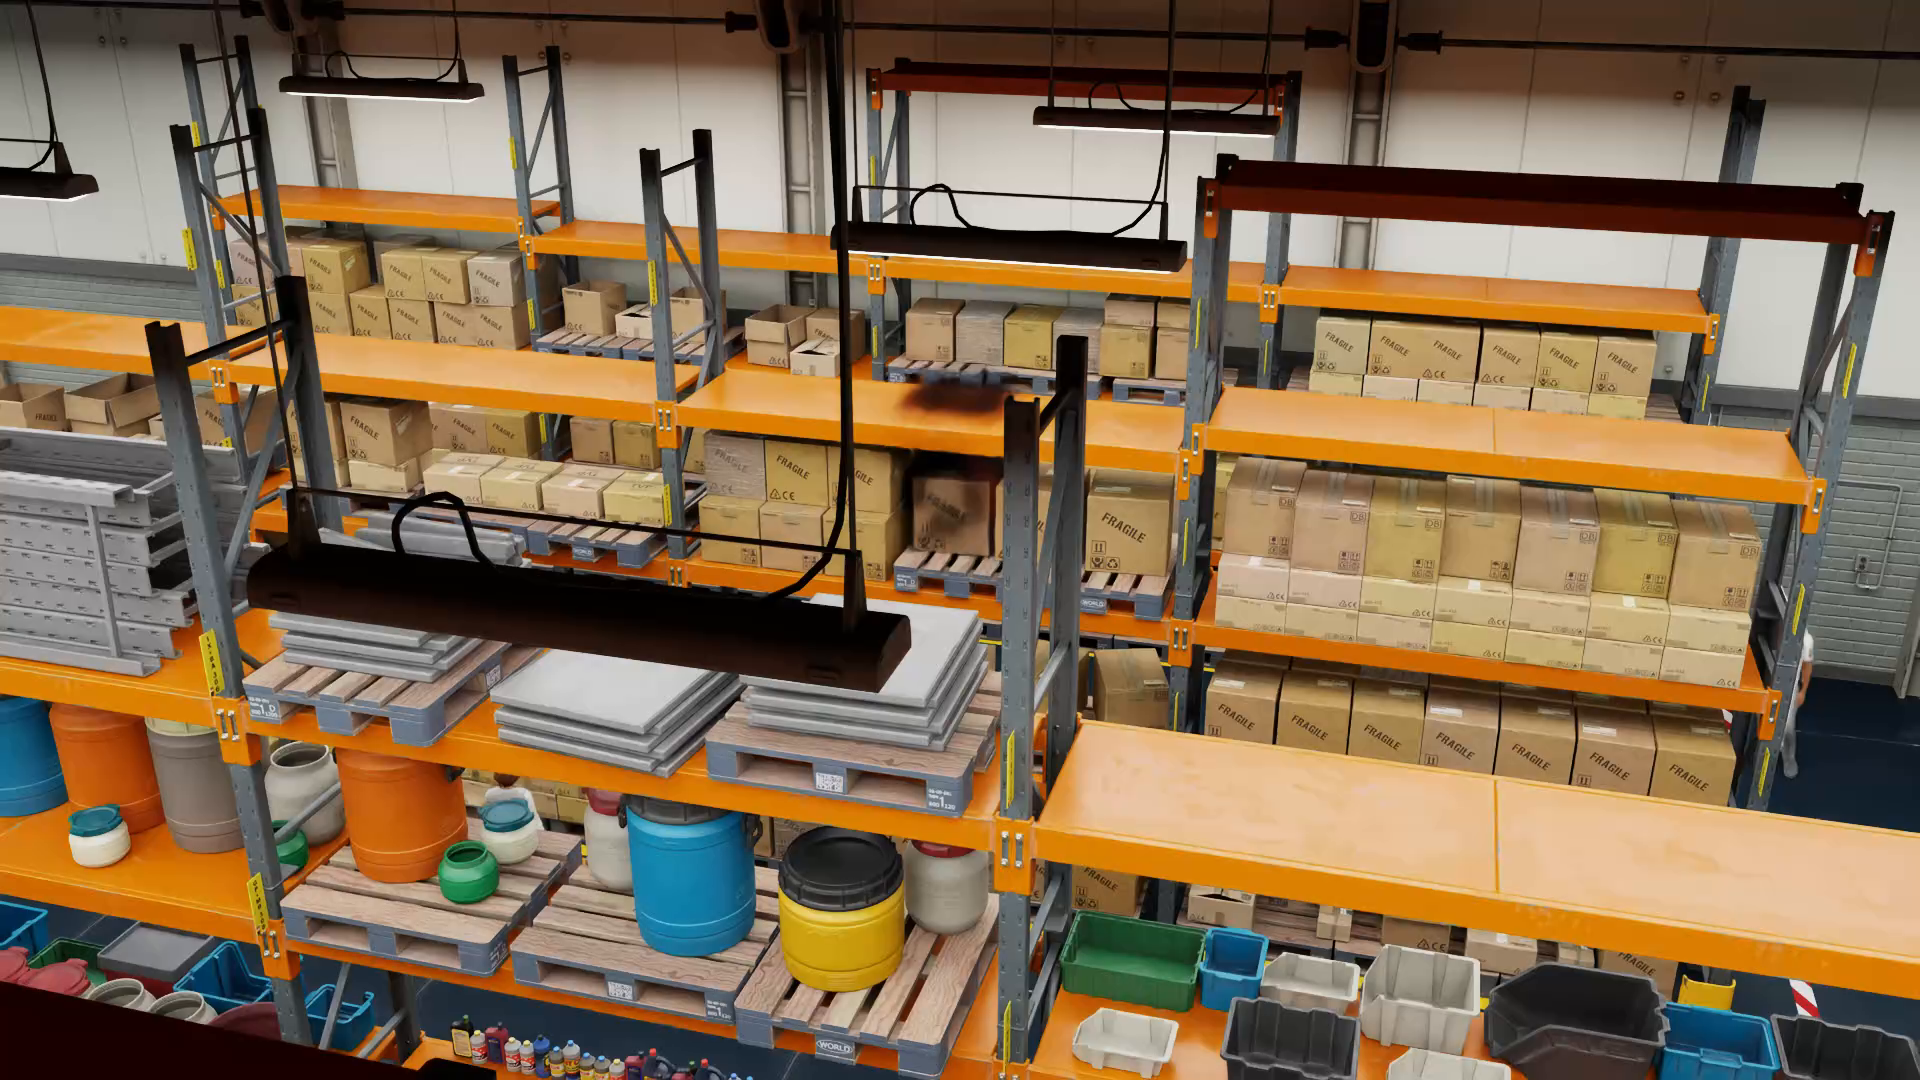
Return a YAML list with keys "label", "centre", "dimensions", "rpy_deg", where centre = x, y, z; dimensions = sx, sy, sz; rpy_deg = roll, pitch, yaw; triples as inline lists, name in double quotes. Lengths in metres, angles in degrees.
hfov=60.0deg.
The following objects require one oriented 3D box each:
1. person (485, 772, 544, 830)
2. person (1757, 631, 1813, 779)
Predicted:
- label: "person"
  centre: [-3.424, 2.392, 12.898]
  dimensions: [0.476, 1.601, 0.372]
  rpy_deg: [1, 23, 3]
- label: "person"
  centre: [7.558, 1.373, 15.331]
  dimensions: [0.590, 1.672, 0.490]
  rpy_deg: [15, 27, 32]
